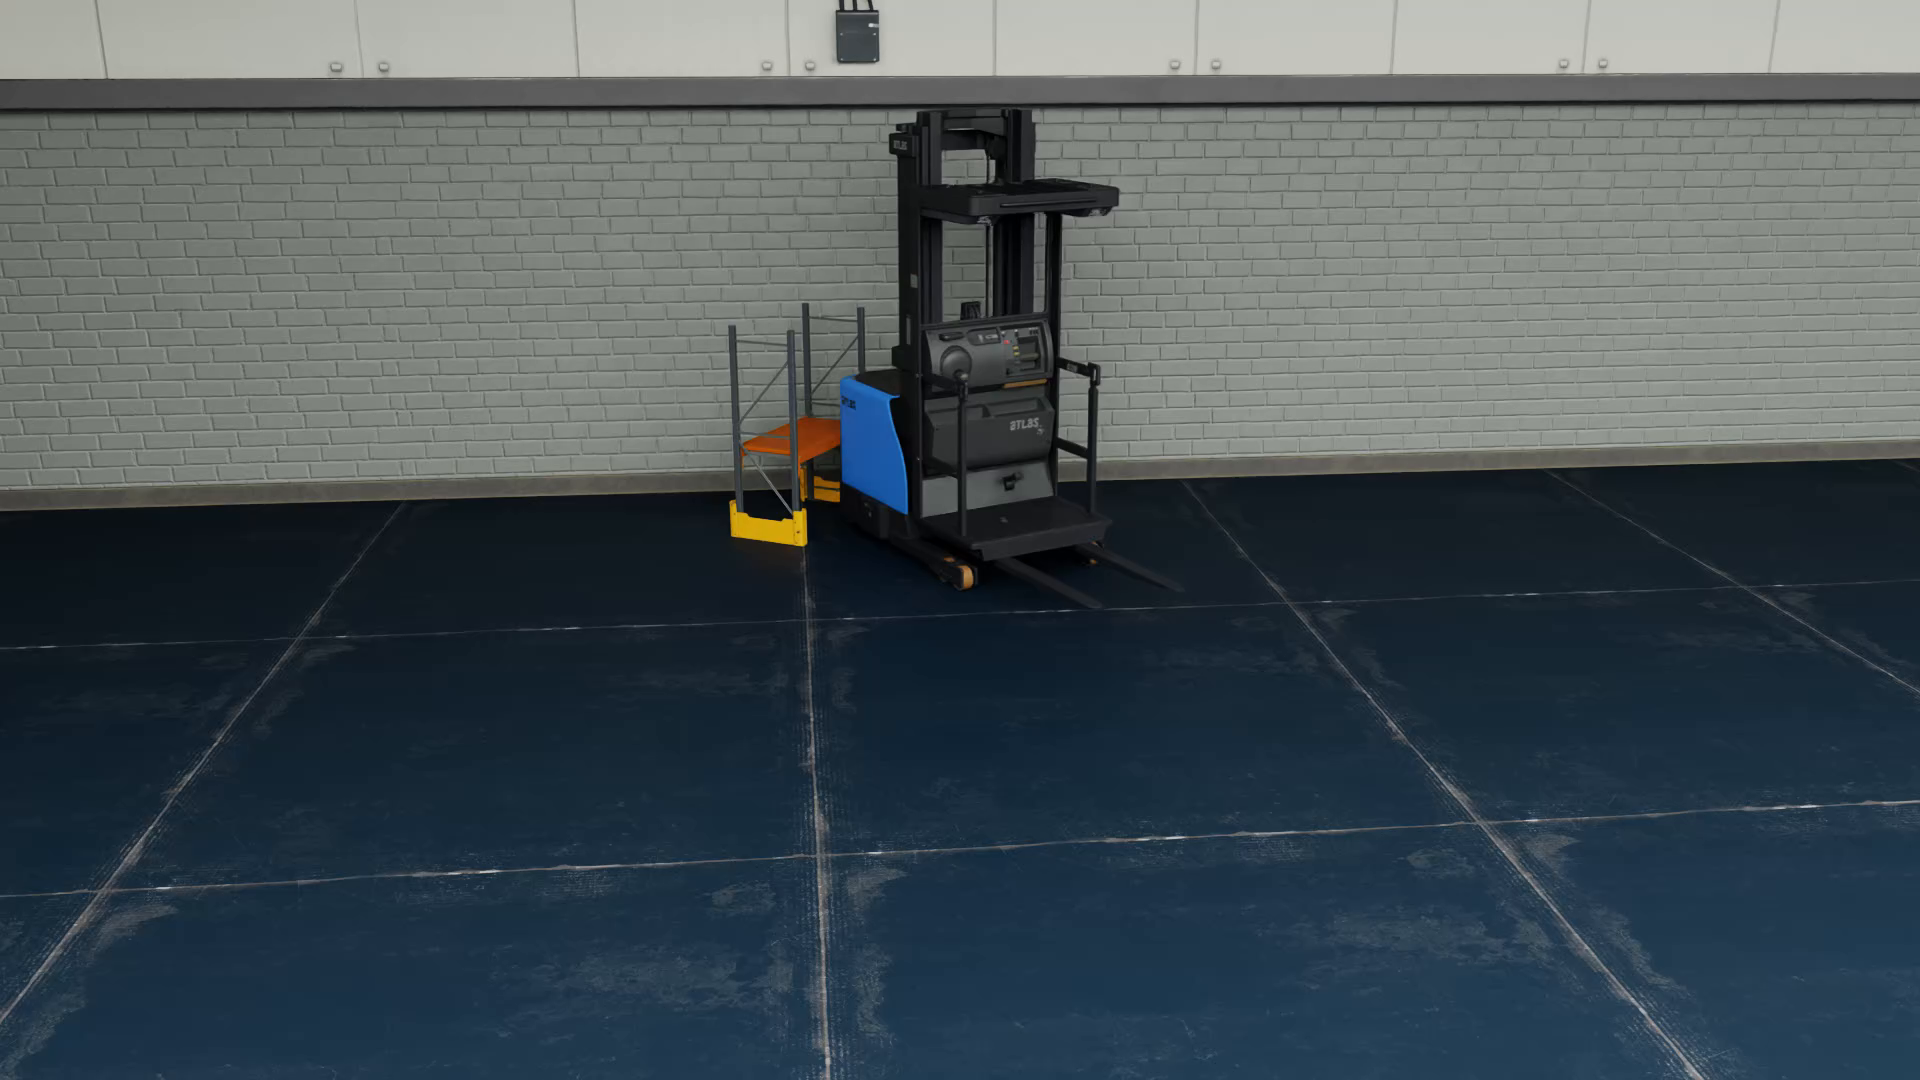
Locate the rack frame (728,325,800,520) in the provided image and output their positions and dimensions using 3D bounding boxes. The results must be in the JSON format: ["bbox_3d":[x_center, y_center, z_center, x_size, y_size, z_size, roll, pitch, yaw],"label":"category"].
[{"bbox_3d":[-1.344,-0.718,11.459,0.500,1.500,0.032,8,19,23],"label":"rack frame"}]

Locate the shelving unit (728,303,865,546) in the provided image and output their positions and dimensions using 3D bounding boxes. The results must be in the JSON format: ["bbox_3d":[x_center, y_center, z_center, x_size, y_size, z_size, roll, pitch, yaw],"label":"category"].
[{"bbox_3d":[-1.139,-0.854,11.893,0.587,1.500,1.083,8,19,23],"label":"shelving unit"}]

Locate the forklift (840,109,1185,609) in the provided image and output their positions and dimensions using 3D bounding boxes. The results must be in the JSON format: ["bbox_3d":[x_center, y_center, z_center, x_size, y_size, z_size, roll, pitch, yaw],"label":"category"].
[{"bbox_3d":[0.306,-1.230,10.703,1.130,2.935,3.031,-10,20,-29],"label":"forklift"}]

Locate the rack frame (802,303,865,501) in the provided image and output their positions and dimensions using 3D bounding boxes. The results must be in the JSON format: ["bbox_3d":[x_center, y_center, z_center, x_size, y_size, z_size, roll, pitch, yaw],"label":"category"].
[{"bbox_3d":[-0.926,-0.995,12.343,0.500,1.500,0.032,8,19,23],"label":"rack frame"}]

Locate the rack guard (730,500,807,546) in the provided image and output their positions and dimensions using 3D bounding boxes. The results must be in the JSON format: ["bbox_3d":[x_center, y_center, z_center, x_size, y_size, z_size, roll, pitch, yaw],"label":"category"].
[{"bbox_3d":[-1.343,-0.122,11.647,0.587,0.250,0.087,8,19,23],"label":"rack guard"}]

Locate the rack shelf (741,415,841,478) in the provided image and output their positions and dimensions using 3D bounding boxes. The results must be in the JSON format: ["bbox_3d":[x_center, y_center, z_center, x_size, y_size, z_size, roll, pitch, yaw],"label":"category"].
[{"bbox_3d":[-1.135,-0.685,11.955,0.538,0.185,1.000,8,19,23],"label":"rack shelf"}]

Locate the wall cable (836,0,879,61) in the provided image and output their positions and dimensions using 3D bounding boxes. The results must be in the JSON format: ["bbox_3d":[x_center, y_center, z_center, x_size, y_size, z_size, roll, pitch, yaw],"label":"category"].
[{"bbox_3d":[0.261,-6.347,11.194,2.305,6.003,0.169,-2,18,-6],"label":"wall cable"}]

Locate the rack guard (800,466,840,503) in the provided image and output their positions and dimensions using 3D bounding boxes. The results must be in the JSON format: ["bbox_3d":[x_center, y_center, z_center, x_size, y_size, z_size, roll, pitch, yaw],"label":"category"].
[{"bbox_3d":[-0.934,-0.394,12.513,0.587,0.250,0.087,8,19,23],"label":"rack guard"}]
